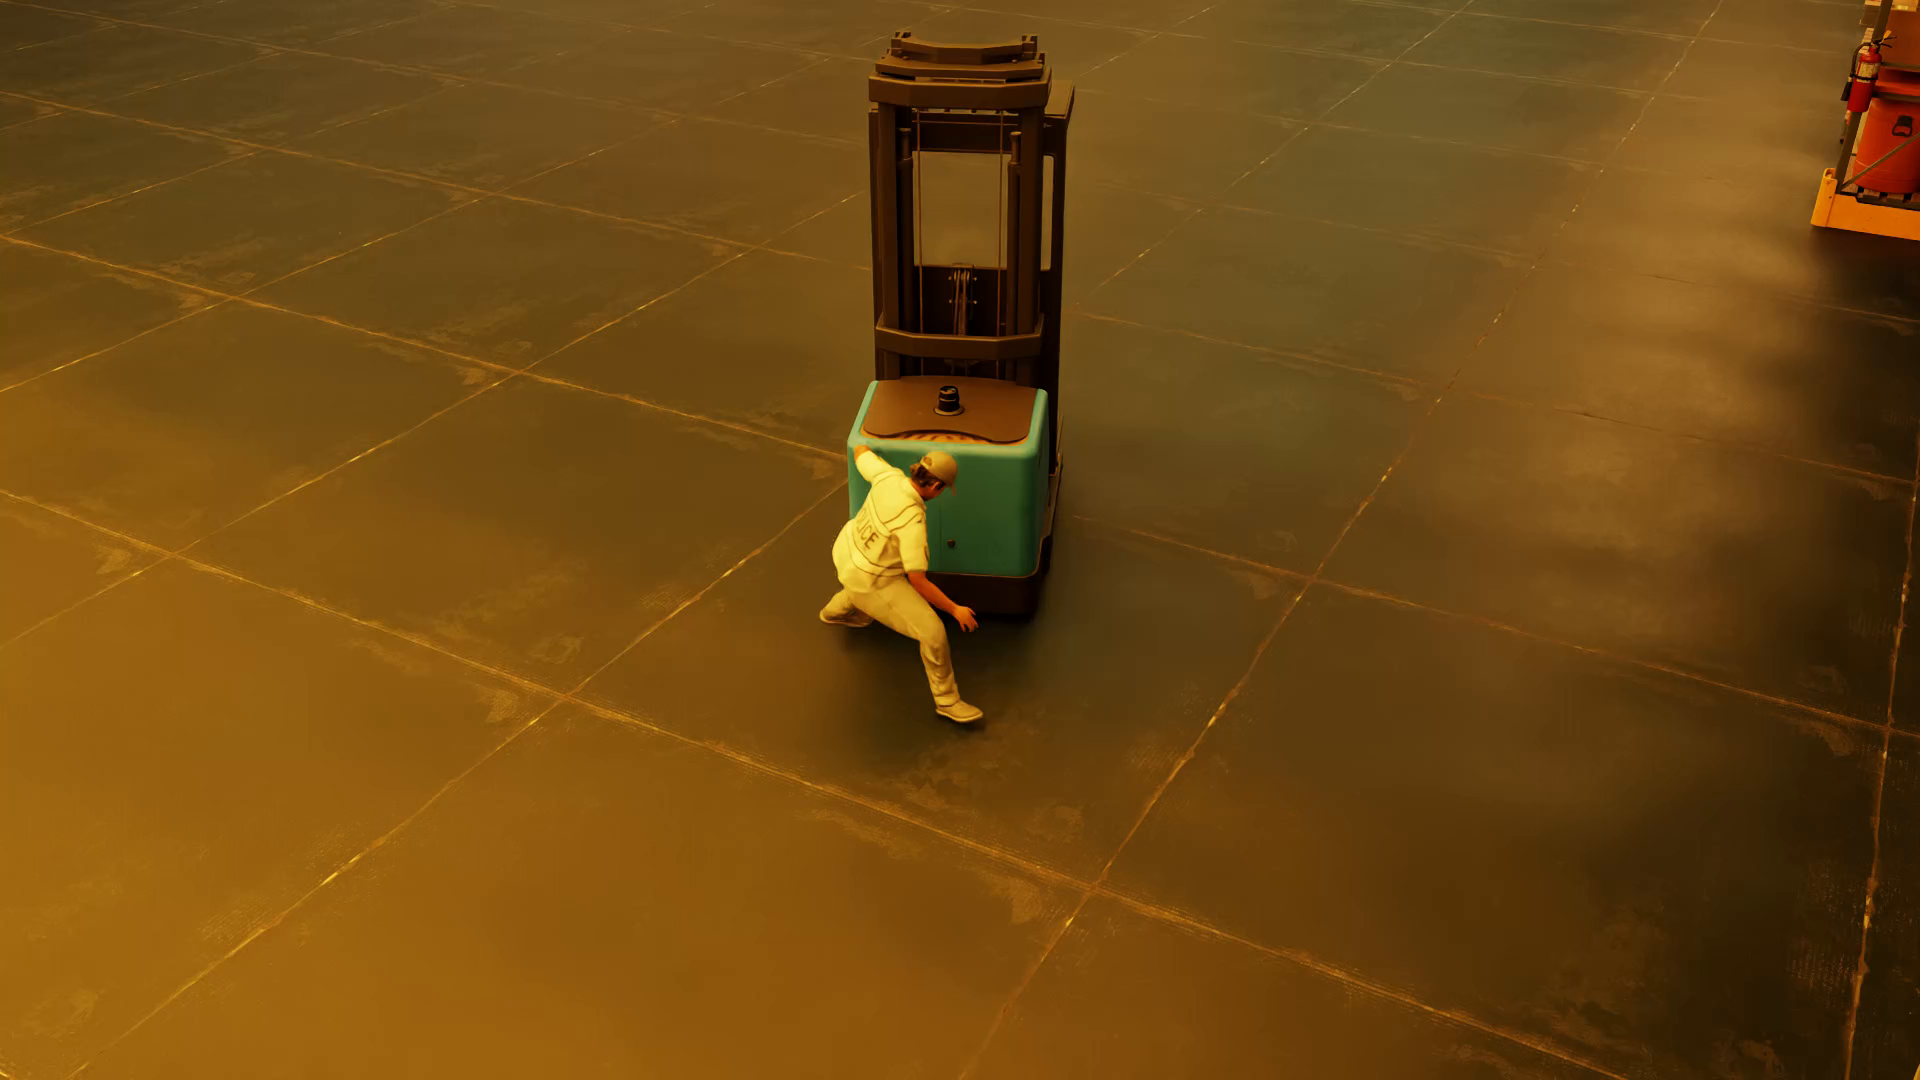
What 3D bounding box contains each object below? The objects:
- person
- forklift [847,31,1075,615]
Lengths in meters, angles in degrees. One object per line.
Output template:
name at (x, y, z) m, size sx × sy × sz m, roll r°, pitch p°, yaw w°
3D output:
person at (-0.326, 0.124, 8.430) m, size 0.675 × 1.370 × 1.169 m, roll -6°, pitch 31°, yaw -11°
forklift at (0.072, -1.572, 9.794) m, size 1.130 × 2.935 × 3.031 m, roll 3°, pitch 30°, yaw 6°
